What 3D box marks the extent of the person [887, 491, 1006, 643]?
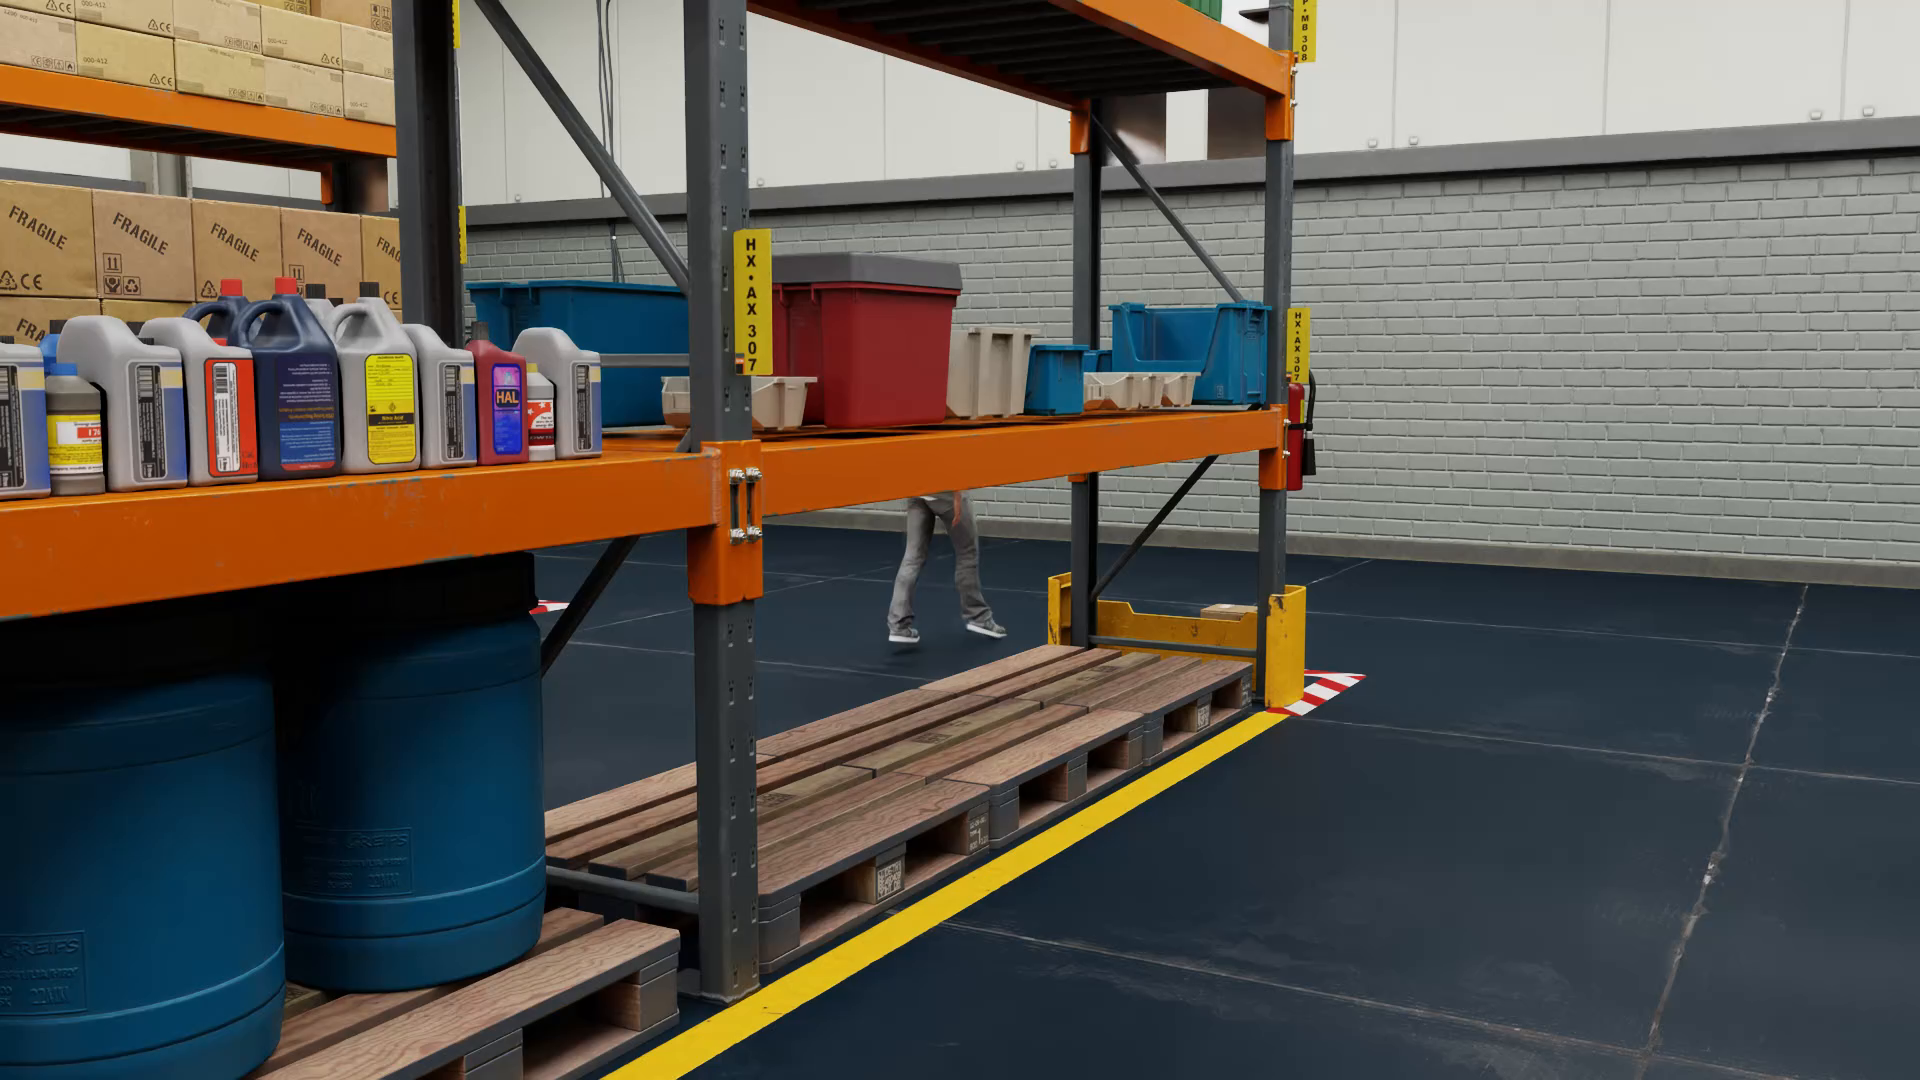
[{"bbox_3d":[-0.074,-0.231,8.826,0.808,1.576,0.538,-5,8,-41],"label":"person"}]
